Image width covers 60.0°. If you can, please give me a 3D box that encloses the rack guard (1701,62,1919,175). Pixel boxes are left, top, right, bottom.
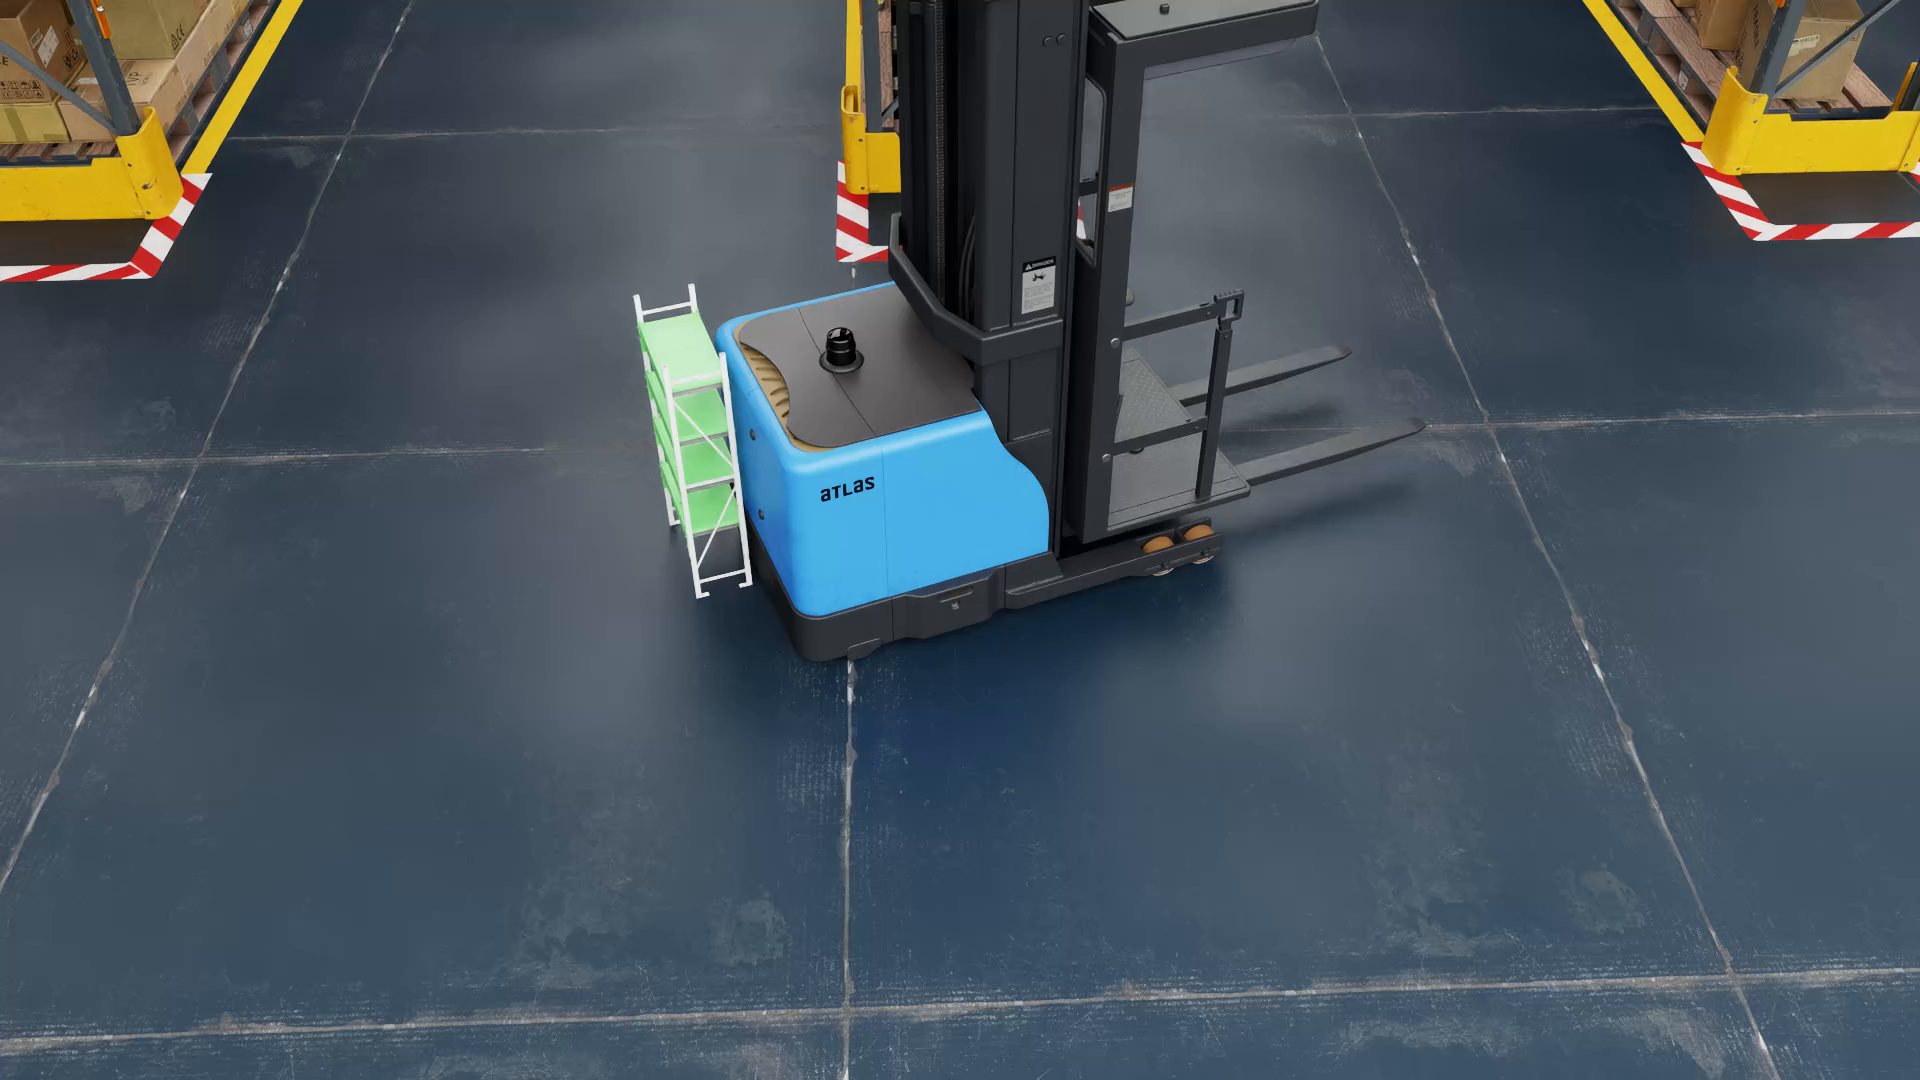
[{"bbox_3d":[4.929,-2.408,9.507,1.175,0.500,0.348,-2,43,-2],"label":"rack guard"}]

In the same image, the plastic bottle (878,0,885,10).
[{"bbox_3d":[-0.532,-3.494,10.587,0.097,0.201,0.097,0,43,0],"label":"plastic bottle"}]

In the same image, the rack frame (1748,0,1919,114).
[{"bbox_3d":[4.932,-3.278,8.606,1.000,3.000,0.127,-2,43,-2],"label":"rack frame"}]

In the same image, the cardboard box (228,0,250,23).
[{"bbox_3d":[-4.828,-3.518,10.593,0.500,0.250,0.500,-2,43,-2],"label":"cardboard box"}]

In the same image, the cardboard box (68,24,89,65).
[{"bbox_3d":[-5.317,-2.828,9.839,0.500,0.250,0.500,-2,43,-2],"label":"cardboard box"}]

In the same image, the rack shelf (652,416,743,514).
[{"bbox_3d":[-1.080,-0.337,6.824,0.258,0.148,0.480,-14,44,-15],"label":"rack shelf"}]

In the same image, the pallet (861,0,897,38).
[{"bbox_3d":[-0.145,-3.528,10.943,1.003,0.211,1.213,-2,43,-2],"label":"pallet"}]

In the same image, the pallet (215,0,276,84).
[{"bbox_3d":[-5.088,-3.305,10.699,1.003,0.211,1.213,-2,43,-2],"label":"pallet"}]

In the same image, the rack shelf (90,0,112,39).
[{"bbox_3d":[-5.050,-4.081,10.015,1.077,0.370,4.000,-2,43,-2],"label":"rack shelf"}]

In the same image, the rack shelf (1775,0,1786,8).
[{"bbox_3d":[4.847,-4.363,10.322,1.077,0.370,4.000,-2,43,-2],"label":"rack shelf"}]

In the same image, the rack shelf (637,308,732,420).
[{"bbox_3d":[-1.080,-0.691,6.500,0.258,0.148,0.480,-14,44,-15],"label":"rack shelf"}]

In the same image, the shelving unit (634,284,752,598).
[{"bbox_3d":[-1.080,-0.384,6.781,0.258,1.200,0.503,-14,44,-15],"label":"shelving unit"}]

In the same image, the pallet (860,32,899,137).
[{"bbox_3d":[-0.096,-2.706,10.046,1.003,0.211,1.213,-2,43,-2],"label":"pallet"}]

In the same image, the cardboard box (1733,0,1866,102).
[{"bbox_3d":[4.922,-2.933,9.769,0.500,0.500,0.500,6,43,6],"label":"cardboard box"}]

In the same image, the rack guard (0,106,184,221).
[{"bbox_3d":[-4.964,-2.058,9.126,1.175,0.500,0.348,-2,43,-2],"label":"rack guard"}]

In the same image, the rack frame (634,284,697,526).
[{"bbox_3d":[-1.165,-0.539,6.950,0.240,1.200,0.015,-14,44,-15],"label":"rack frame"}]

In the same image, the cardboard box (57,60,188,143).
[{"bbox_3d":[-4.766,-2.506,9.488,0.500,0.250,0.500,-2,43,-2],"label":"cardboard box"}]

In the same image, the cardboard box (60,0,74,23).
[{"bbox_3d":[-5.343,-3.442,9.954,0.500,0.500,0.500,-2,43,-2],"label":"cardboard box"}]

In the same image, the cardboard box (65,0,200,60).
[{"bbox_3d":[-4.789,-3.120,9.603,0.500,0.500,0.500,-2,43,-2],"label":"cardboard box"}]

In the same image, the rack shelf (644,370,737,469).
[{"bbox_3d":[-1.080,-0.514,6.662,0.258,0.148,0.480,-14,44,-15],"label":"rack shelf"}]

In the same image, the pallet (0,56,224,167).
[{"bbox_3d":[-5.040,-2.483,9.803,1.003,0.211,1.213,-2,43,-2],"label":"pallet"}]

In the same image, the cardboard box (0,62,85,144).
[{"bbox_3d":[-5.283,-2.491,9.472,0.500,0.250,0.500,-2,43,-2],"label":"cardboard box"}]

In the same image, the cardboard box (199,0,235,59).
[{"bbox_3d":[-4.812,-3.181,10.224,0.500,0.250,0.500,-2,43,-2],"label":"cardboard box"}]

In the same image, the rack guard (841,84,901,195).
[{"bbox_3d":[-0.067,-2.264,9.350,1.175,0.500,0.348,-2,43,-2],"label":"rack guard"}]

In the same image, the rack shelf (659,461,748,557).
[{"bbox_3d":[-1.080,-0.160,6.987,0.258,0.148,0.480,-14,44,-15],"label":"rack shelf"}]

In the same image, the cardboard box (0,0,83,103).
[{"bbox_3d":[-5.285,-2.767,9.218,0.500,0.500,0.500,-2,43,-2],"label":"cardboard box"}]

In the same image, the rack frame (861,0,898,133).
[{"bbox_3d":[-0.016,-3.136,8.451,1.000,3.000,0.127,-2,43,-2],"label":"rack frame"}]

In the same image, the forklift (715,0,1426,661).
[{"bbox_3d":[0.576,-1.244,6.438,3.031,2.935,1.130,-16,45,-17],"label":"forklift"}]

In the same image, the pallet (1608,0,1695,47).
[{"bbox_3d":[4.881,-3.672,11.100,1.003,0.211,1.213,-2,43,-2],"label":"pallet"}]

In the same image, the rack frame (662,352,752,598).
[{"bbox_3d":[-0.994,-0.230,6.613,0.240,1.200,0.015,-14,44,-15],"label":"rack frame"}]

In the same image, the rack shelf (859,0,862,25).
[{"bbox_3d":[-0.101,-4.221,10.167,1.077,0.370,4.000,-2,43,-2],"label":"rack shelf"}]

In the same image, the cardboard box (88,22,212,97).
[{"bbox_3d":[-4.791,-2.843,9.856,0.500,0.250,0.500,-2,43,-2],"label":"cardboard box"}]

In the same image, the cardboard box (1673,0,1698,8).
[{"bbox_3d":[4.855,-3.759,10.670,0.500,0.500,0.500,2,43,2],"label":"cardboard box"}]

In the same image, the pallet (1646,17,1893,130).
[{"bbox_3d":[4.930,-2.851,10.204,1.003,0.211,1.213,-2,43,-2],"label":"pallet"}]

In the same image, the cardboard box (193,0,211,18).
[{"bbox_3d":[-4.823,-3.457,9.970,0.500,0.500,0.500,-2,43,-2],"label":"cardboard box"}]

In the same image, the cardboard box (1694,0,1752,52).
[{"bbox_3d":[4.863,-3.336,10.208,0.500,0.500,0.500,9,43,9],"label":"cardboard box"}]

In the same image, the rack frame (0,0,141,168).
[{"bbox_3d":[-4.965,-2.996,8.299,1.000,3.000,0.127,-2,43,-2],"label":"rack frame"}]
